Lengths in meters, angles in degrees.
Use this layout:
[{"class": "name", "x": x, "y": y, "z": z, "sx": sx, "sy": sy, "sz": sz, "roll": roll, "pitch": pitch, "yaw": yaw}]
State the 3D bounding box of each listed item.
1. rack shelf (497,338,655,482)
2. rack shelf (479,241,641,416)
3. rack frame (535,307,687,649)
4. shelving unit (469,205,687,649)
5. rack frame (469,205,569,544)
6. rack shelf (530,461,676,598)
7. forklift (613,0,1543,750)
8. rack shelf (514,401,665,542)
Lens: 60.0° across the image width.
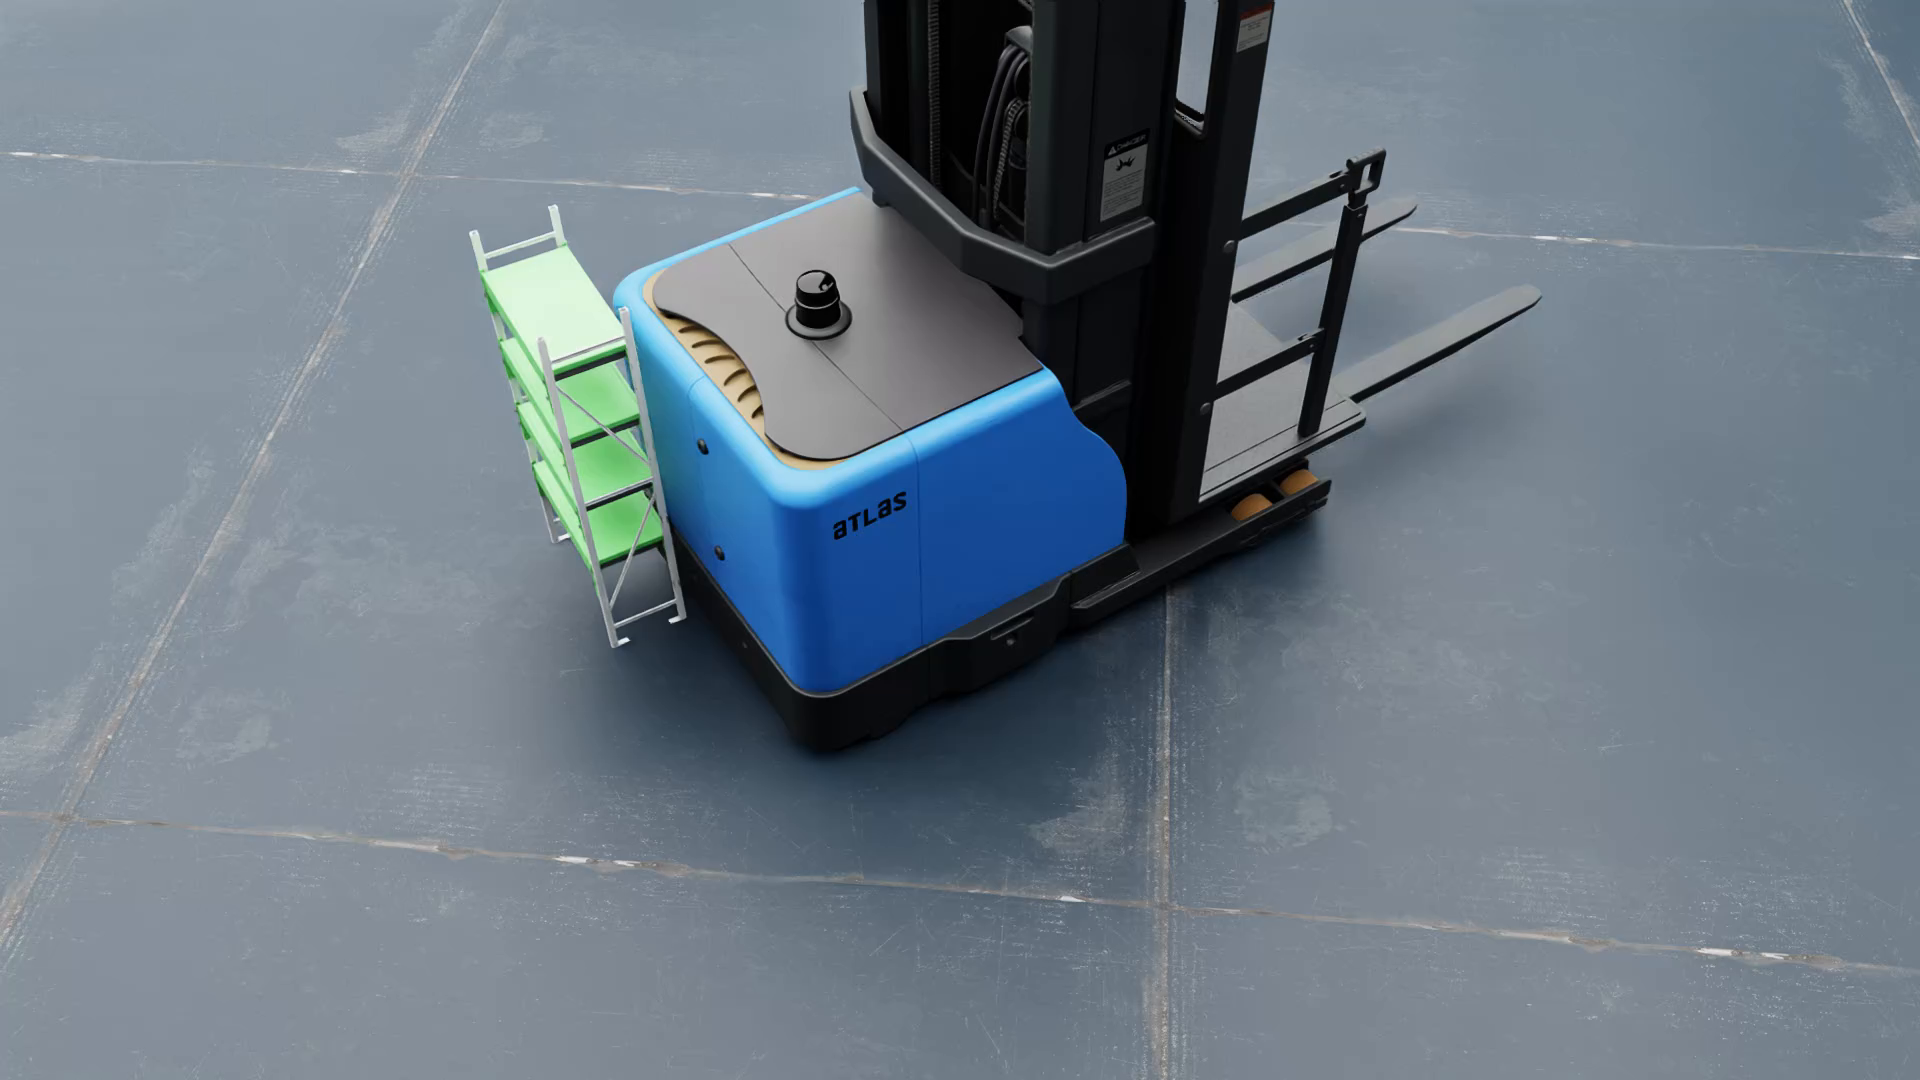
[{"class": "rack shelf", "x": -1.057, "y": -0.404, "z": 4.568, "sx": 0.258, "sy": 0.148, "sz": 0.480, "roll": -23, "pitch": 52, "yaw": -20}, {"class": "rack shelf", "x": -1.057, "y": -0.566, "z": 4.391, "sx": 0.258, "sy": 0.148, "sz": 0.480, "roll": -23, "pitch": 52, "yaw": -20}, {"class": "rack frame", "x": -0.934, "y": -0.130, "z": 4.555, "sx": 0.240, "sy": 1.200, "sz": 0.015, "roll": -23, "pitch": 52, "yaw": -20}, {"class": "shelving unit", "x": -1.057, "y": -0.285, "z": 4.698, "sx": 0.258, "sy": 1.200, "sz": 0.503, "roll": -23, "pitch": 52, "yaw": -20}, {"class": "rack frame", "x": -1.180, "y": -0.441, "z": 4.840, "sx": 0.240, "sy": 1.200, "sz": 0.015, "roll": -23, "pitch": 52, "yaw": -20}, {"class": "rack shelf", "x": -1.057, "y": -0.080, "z": 4.922, "sx": 0.258, "sy": 0.148, "sz": 0.480, "roll": -23, "pitch": 52, "yaw": -20}, {"class": "forklift", "x": 0.565, "y": -1.270, "z": 4.425, "sx": 3.031, "sy": 2.935, "sz": 1.130, "roll": -26, "pitch": 53, "yaw": -22}, {"class": "rack shelf", "x": -1.057, "y": -0.242, "z": 4.745, "sx": 0.258, "sy": 0.148, "sz": 0.480, "roll": -23, "pitch": 52, "yaw": -20}]
